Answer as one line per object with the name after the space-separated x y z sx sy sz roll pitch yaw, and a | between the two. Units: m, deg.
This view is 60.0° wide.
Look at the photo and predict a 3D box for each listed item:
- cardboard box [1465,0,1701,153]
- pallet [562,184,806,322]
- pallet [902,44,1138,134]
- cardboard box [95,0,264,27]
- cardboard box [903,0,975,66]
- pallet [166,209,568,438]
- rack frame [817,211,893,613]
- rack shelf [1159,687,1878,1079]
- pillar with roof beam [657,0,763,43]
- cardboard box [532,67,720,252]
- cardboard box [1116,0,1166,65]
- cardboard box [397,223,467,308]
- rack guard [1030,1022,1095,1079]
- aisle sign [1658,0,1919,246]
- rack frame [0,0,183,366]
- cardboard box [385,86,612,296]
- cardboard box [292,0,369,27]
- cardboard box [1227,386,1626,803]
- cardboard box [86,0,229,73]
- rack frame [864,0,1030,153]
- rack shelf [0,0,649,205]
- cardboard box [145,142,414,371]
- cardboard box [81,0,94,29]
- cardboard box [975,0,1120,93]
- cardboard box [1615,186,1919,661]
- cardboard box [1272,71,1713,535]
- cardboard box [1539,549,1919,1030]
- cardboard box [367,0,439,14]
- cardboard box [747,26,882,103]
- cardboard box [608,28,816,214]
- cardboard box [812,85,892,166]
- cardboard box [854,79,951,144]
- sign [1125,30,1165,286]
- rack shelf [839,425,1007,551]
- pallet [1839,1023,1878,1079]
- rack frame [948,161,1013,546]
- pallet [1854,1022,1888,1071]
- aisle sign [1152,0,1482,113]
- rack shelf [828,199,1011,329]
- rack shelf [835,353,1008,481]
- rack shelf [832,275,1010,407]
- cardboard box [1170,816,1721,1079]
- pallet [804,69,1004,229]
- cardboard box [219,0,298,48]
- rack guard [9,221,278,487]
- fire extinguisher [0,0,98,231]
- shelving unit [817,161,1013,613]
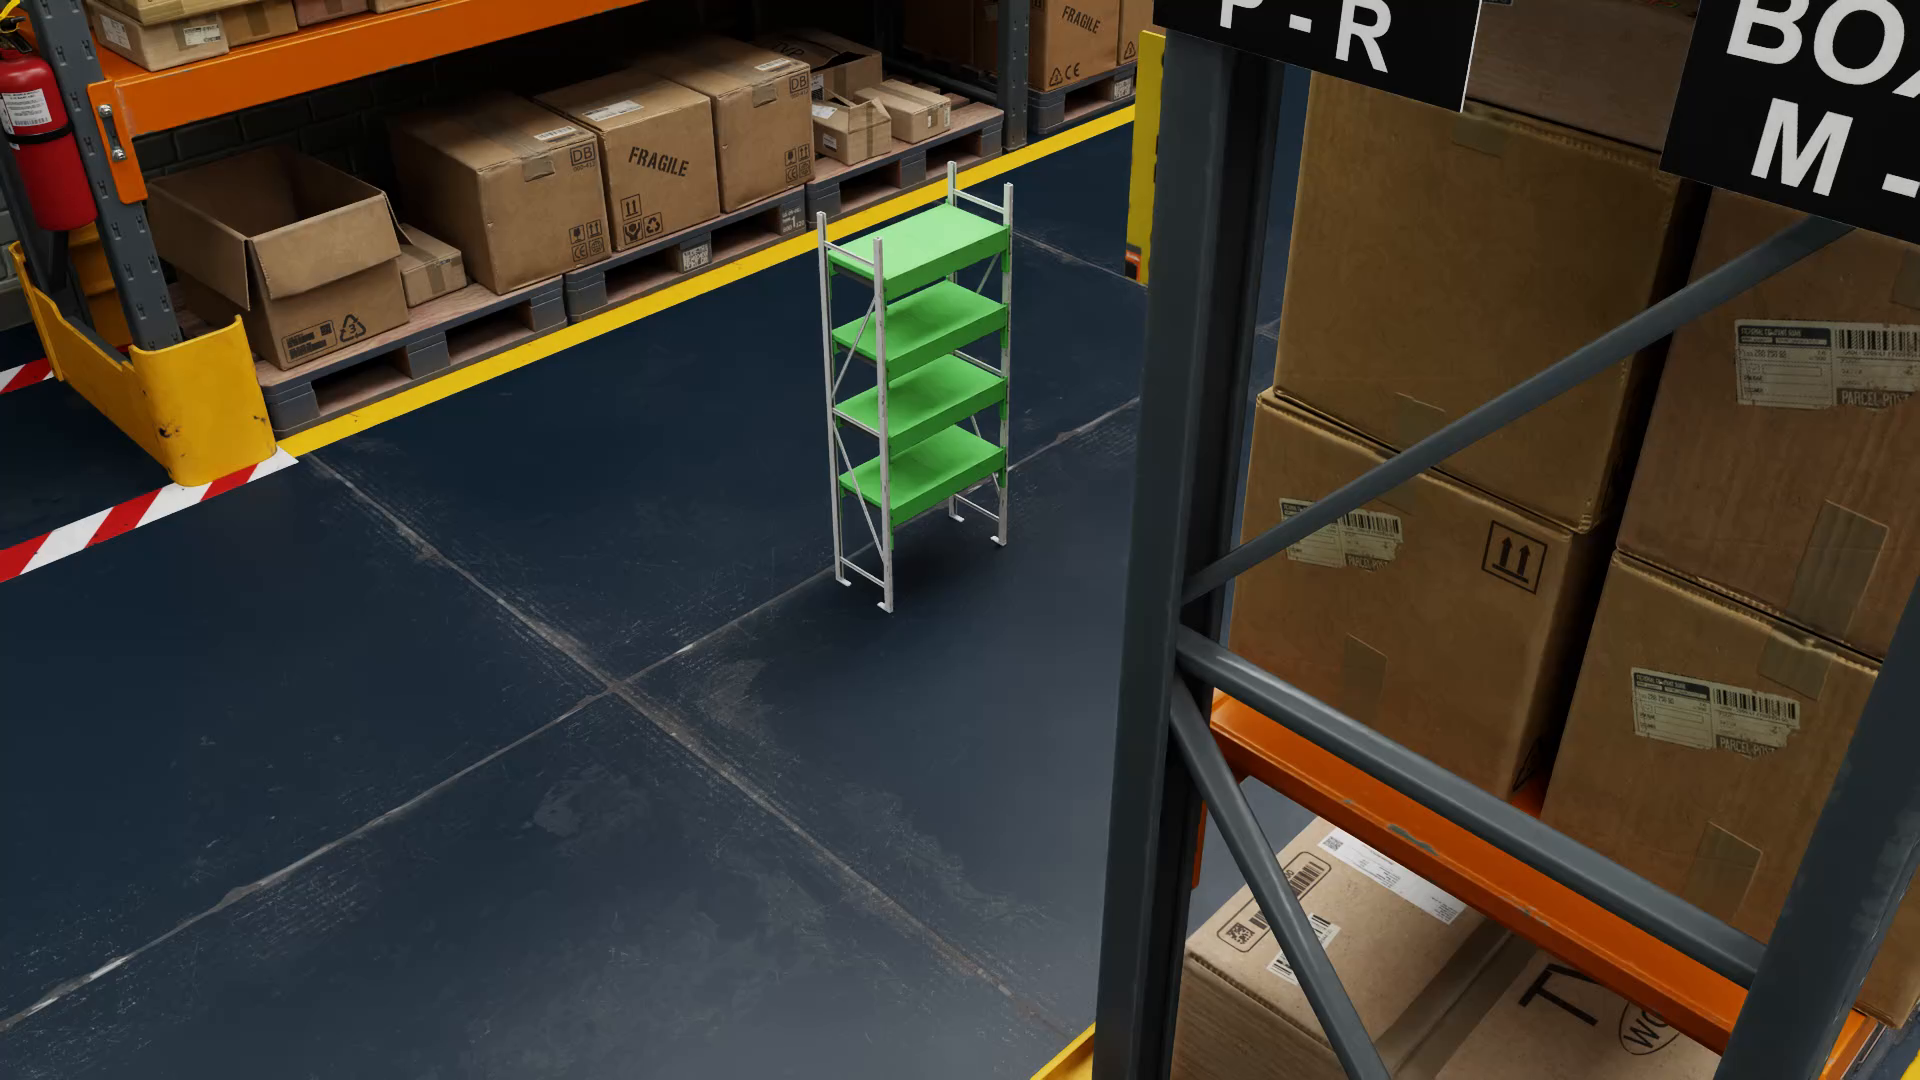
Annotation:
0.740 -0.609 1.972 0.250 0.149 0.380 -29 44 -35 | cardboard box
-1.422 -1.368 7.027 1.003 0.211 1.213 30 45 35 | pallet
0.468 -2.489 8.635 1.003 0.211 1.213 30 45 35 | pallet
-2.385 -1.800 5.080 0.500 0.250 0.500 -30 45 -35 | cardboard box
0.058 -2.753 8.394 0.500 0.500 0.500 29 44 35 | cardboard box
-2.282 -0.875 6.321 1.003 0.211 1.213 30 45 35 | pallet
-0.289 -0.326 4.668 0.240 1.200 0.015 30 45 35 | rack frame
2.038 -0.182 3.517 1.077 0.370 4.000 30 45 35 | rack shelf
1.847 -4.094 3.254 9.100 9.000 0.400 30 45 35 | pillar with roof beam
-1.325 -1.527 6.635 0.500 0.500 0.500 -29 44 -35 | cardboard box
0.791 -2.761 8.404 0.500 0.500 0.500 29 44 35 | cardboard box
-2.071 -1.034 6.235 0.380 0.149 0.250 28 43 34 | cardboard box
0.612 1.370 2.849 1.175 0.500 0.348 30 45 35 | rack guard
0.784 -0.585 1.194 0.394 0.787 0.004 30 45 35 | aisle sign
-2.896 -1.664 5.014 1.000 3.000 0.127 30 45 35 | rack frame
-1.768 -1.352 6.385 0.500 0.500 0.700 -28 44 -34 | cardboard box
-2.163 -1.827 5.466 0.380 0.149 0.250 29 44 35 | cardboard box
0.781 -0.009 2.553 0.500 0.500 0.500 -30 45 -35 | cardboard box
-2.470 -1.584 5.119 0.380 0.149 0.250 29 44 35 | cardboard box
-0.078 -3.288 7.342 1.000 3.000 0.127 30 45 35 | rack frame
-1.487 -2.181 6.384 1.077 0.370 4.000 30 45 35 | rack shelf
-2.398 -1.023 5.909 0.797 0.503 0.637 28 43 34 | cardboard box
-2.853 -1.804 5.434 0.380 0.149 0.250 29 44 35 | cardboard box
0.423 -2.541 8.089 0.500 0.500 0.500 -28 43 -34 | cardboard box
1.169 -0.196 1.948 0.500 0.500 0.500 28 44 34 | cardboard box
0.800 -0.408 2.251 0.500 0.500 0.500 -28 44 -34 | cardboard box
1.171 0.215 2.232 0.500 0.500 0.500 29 44 35 | cardboard box
-1.941 -1.904 5.578 0.250 0.149 0.380 -28 44 -34 | cardboard box
-0.711 -2.184 7.743 0.500 0.311 0.500 -28 44 -34 | cardboard box
-1.037 -1.774 6.989 0.700 0.500 0.500 28 43 34 | cardboard box
-0.513 -1.849 7.302 0.258 0.266 0.396 -28 44 -34 | cardboard box
-0.262 -1.946 7.544 0.380 0.149 0.250 28 44 34 | cardboard box
0.254 -0.462 2.070 0.100 0.325 0.005 30 45 35 | sign
-0.117 -0.176 4.984 0.258 0.148 0.480 30 45 35 | rack shelf
1.137 1.123 3.456 1.003 0.211 1.213 30 45 35 | pallet
0.055 -0.524 4.952 0.240 1.200 0.015 30 45 35 | rack frame
1.996 0.630 4.163 1.003 0.211 1.213 30 45 35 | pallet
0.358 -0.827 1.541 0.394 0.787 0.004 30 45 35 | aisle sign
-0.117 -0.766 4.572 0.258 0.148 0.480 30 45 35 | rack shelf
-0.117 -0.373 4.847 0.258 0.148 0.480 30 45 35 | rack shelf
-0.117 -0.569 4.710 0.258 0.148 0.480 30 45 35 | rack shelf
1.023 0.905 3.202 0.875 0.438 0.875 28 44 34 | cardboard box
-0.562 -1.866 7.741 1.003 0.211 1.213 30 45 35 | pallet
-2.323 -1.706 5.293 0.250 0.149 0.380 -29 44 -35 | cardboard box
-2.843 -0.670 5.773 1.175 0.500 0.348 30 45 35 | rack guard
-2.672 -1.233 4.790 0.296 0.674 0.183 30 45 35 | fire extinguisher
-0.117 -0.425 4.810 0.258 1.200 0.503 30 45 35 | shelving unit
